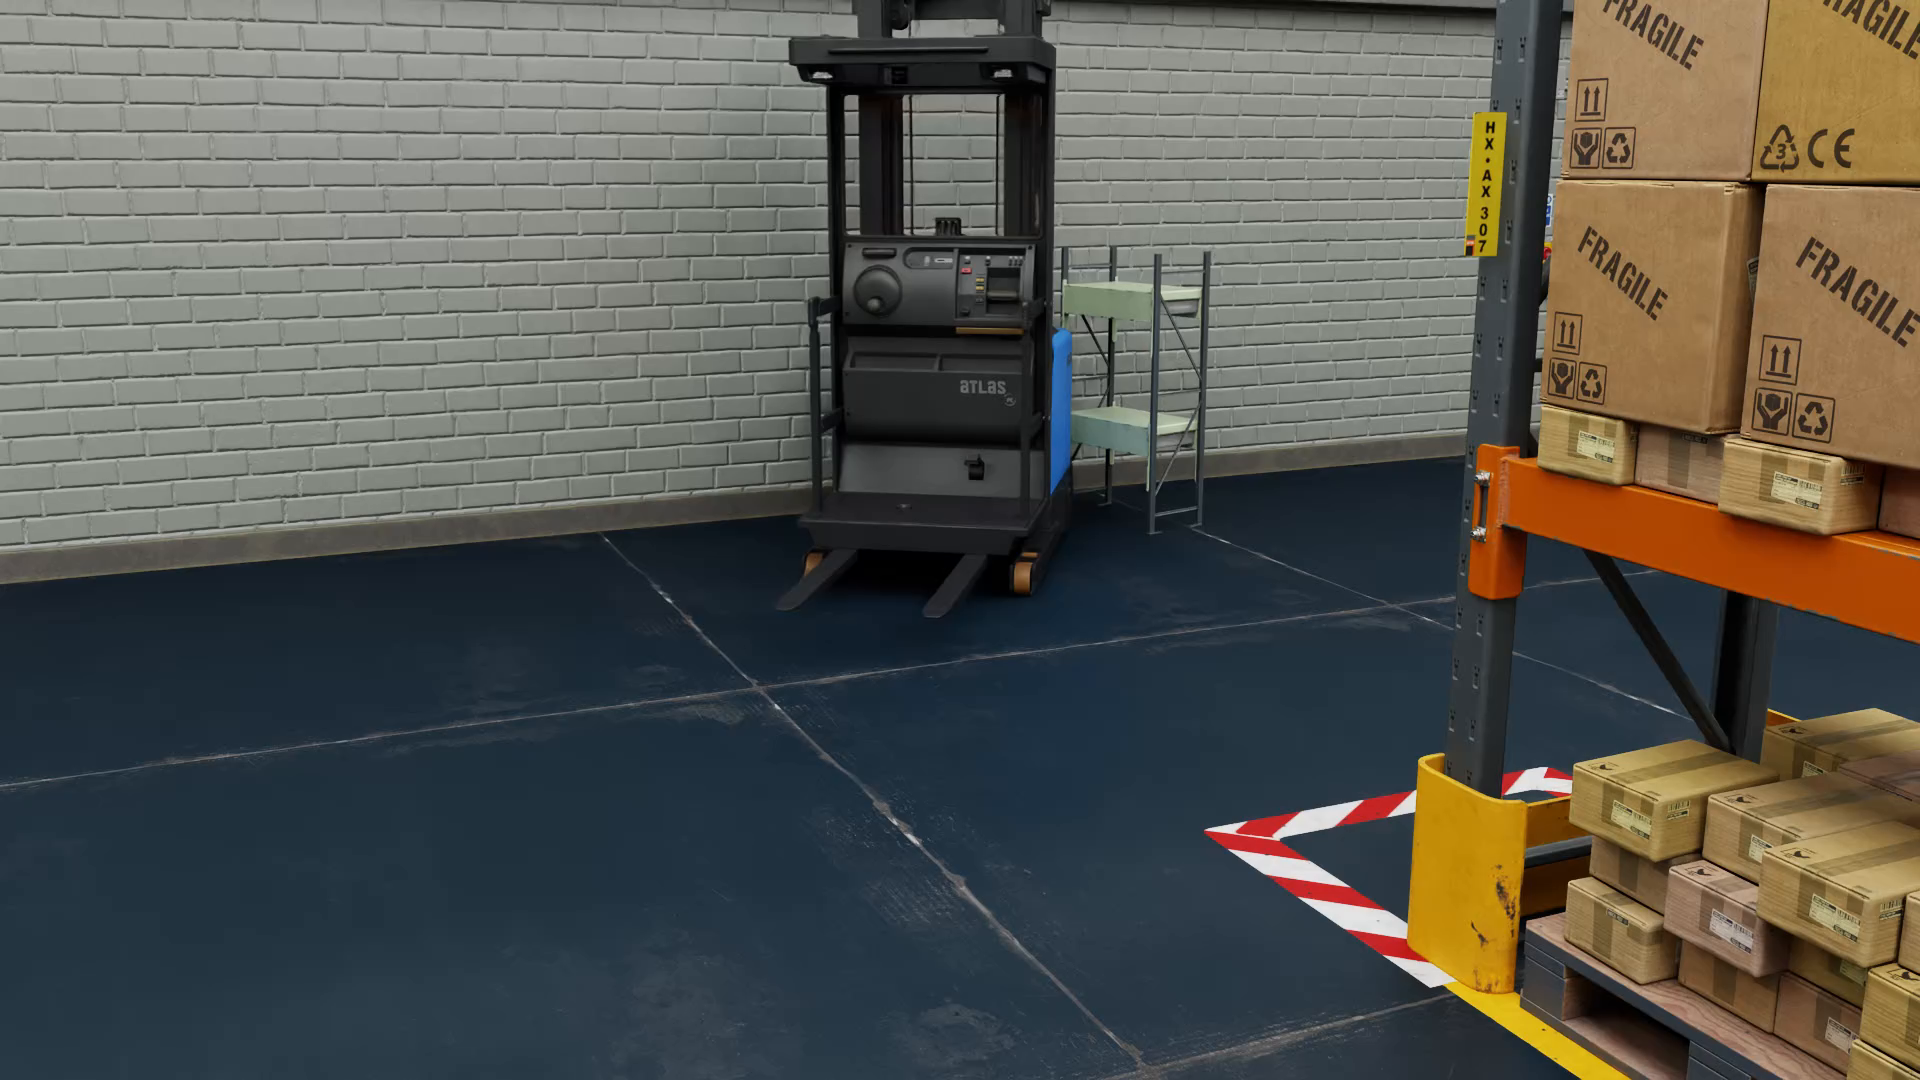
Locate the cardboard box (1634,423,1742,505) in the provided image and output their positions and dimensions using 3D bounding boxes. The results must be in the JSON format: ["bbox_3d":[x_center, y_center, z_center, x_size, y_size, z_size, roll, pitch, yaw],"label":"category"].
[{"bbox_3d":[1.685,-0.181,3.558,0.380,0.149,0.250,-5,14,-21],"label":"cardboard box"}]

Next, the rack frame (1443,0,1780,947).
[{"bbox_3d":[1.715,-0.449,4.157,1.000,3.000,0.127,-6,14,-23],"label":"rack frame"}]

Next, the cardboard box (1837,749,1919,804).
[{"bbox_3d":[2.208,0.589,3.744,0.380,0.149,0.250,-5,14,-22],"label":"cardboard box"}]

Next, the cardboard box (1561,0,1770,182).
[{"bbox_3d":[1.652,-1.013,3.496,0.500,0.500,0.500,-6,14,-23],"label":"cardboard box"}]

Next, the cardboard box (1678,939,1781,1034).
[{"bbox_3d":[1.812,0.919,3.637,0.380,0.149,0.250,-6,14,-23],"label":"cardboard box"}]

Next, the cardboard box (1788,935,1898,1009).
[{"bbox_3d":[1.927,0.826,3.380,0.380,0.149,0.250,-5,14,-22],"label":"cardboard box"}]

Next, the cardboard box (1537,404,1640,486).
[{"bbox_3d":[1.545,-0.230,3.769,0.380,0.149,0.250,-6,14,-23],"label":"cardboard box"}]

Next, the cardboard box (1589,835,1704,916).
[{"bbox_3d":[1.690,0.722,3.830,0.380,0.149,0.250,-5,14,-21],"label":"cardboard box"}]

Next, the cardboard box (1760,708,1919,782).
[{"bbox_3d":[2.160,0.532,3.991,0.380,0.149,0.250,-5,14,-22],"label":"cardboard box"}]

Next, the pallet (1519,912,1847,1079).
[{"bbox_3d":[2.039,1.096,3.665,1.003,0.211,1.213,-6,14,-23],"label":"pallet"}]

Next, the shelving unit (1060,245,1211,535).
[{"bbox_3d":[0.951,-0.851,9.219,0.431,1.500,0.755,-10,16,-37],"label":"shelving unit"}]

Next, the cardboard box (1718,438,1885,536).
[{"bbox_3d":[1.744,-0.121,3.297,0.380,0.149,0.250,-6,14,-25],"label":"cardboard box"}]

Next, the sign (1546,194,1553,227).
[{"bbox_3d":[3.862,-2.220,11.209,0.327,0.218,0.001,-6,14,-23],"label":"sign"}]

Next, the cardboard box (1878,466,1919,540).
[{"bbox_3d":[1.973,-0.080,3.119,0.380,0.149,0.250,-5,14,-20],"label":"cardboard box"}]

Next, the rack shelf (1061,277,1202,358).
[{"bbox_3d":[0.951,-1.231,9.131,0.431,0.370,0.720,-10,16,-37],"label":"rack shelf"}]

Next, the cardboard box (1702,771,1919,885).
[{"bbox_3d":[1.835,0.631,3.565,0.380,0.149,0.250,-5,14,-22],"label":"cardboard box"}]

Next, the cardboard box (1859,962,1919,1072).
[{"bbox_3d":[1.931,0.889,3.108,0.380,0.149,0.250,-5,14,-21],"label":"cardboard box"}]

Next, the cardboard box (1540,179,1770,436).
[{"bbox_3d":[1.642,-0.525,3.604,0.500,0.500,0.500,-5,14,-20],"label":"cardboard box"}]

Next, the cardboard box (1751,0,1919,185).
[{"bbox_3d":[1.860,-0.909,3.048,0.500,0.500,0.500,-5,14,-21],"label":"cardboard box"}]

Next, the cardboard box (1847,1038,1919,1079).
[{"bbox_3d":[1.920,1.033,3.147,0.380,0.149,0.250,-5,14,-22],"label":"cardboard box"}]

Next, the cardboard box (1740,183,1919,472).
[{"bbox_3d":[1.880,-0.417,3.136,0.500,0.500,0.500,-6,14,-23],"label":"cardboard box"}]

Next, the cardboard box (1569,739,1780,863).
[{"bbox_3d":[1.614,0.584,3.764,0.380,0.149,0.250,-6,14,-26],"label":"cardboard box"}]

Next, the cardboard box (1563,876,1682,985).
[{"bbox_3d":[1.632,0.872,3.839,0.380,0.149,0.250,-5,14,-22],"label":"cardboard box"}]

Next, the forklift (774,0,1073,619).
[{"bbox_3d":[-0.140,-1.254,7.787,1.130,2.935,3.031,2,13,10],"label":"forklift"}]

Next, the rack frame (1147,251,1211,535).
[{"bbox_3d":[1.176,-0.785,8.937,0.400,1.500,0.023,-10,16,-37],"label":"rack frame"}]

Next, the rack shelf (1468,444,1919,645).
[{"bbox_3d":[2.517,0.315,2.453,1.077,0.370,4.000,-6,14,-23],"label":"rack shelf"}]

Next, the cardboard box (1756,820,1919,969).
[{"bbox_3d":[1.818,0.694,3.290,0.380,0.149,0.250,-6,14,-23],"label":"cardboard box"}]

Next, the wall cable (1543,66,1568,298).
[{"bbox_3d":[3.930,-2.590,11.086,0.585,1.953,0.123,-6,14,-23],"label":"wall cable"}]

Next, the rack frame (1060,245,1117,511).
[{"bbox_3d":[0.727,-0.916,9.500,0.400,1.500,0.023,-10,16,-37],"label":"rack frame"}]

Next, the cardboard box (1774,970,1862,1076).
[{"bbox_3d":[1.918,0.970,3.418,0.380,0.149,0.250,-5,14,-22],"label":"cardboard box"}]

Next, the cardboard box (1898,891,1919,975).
[{"bbox_3d":[1.993,0.738,3.101,0.380,0.149,0.250,-6,14,-26],"label":"cardboard box"}]

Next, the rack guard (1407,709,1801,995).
[{"bbox_3d":[1.746,0.785,4.371,1.175,0.500,0.348,-6,14,-23],"label":"rack guard"}]

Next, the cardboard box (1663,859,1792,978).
[{"bbox_3d":[1.748,0.784,3.564,0.380,0.149,0.250,-6,14,-23],"label":"cardboard box"}]

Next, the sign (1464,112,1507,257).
[{"bbox_3d":[1.218,-0.822,3.848,0.100,0.325,0.005,-6,14,-23],"label":"sign"}]

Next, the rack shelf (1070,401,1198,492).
[{"bbox_3d":[0.951,-0.533,9.292,0.431,0.370,0.720,-10,16,-37],"label":"rack shelf"}]
